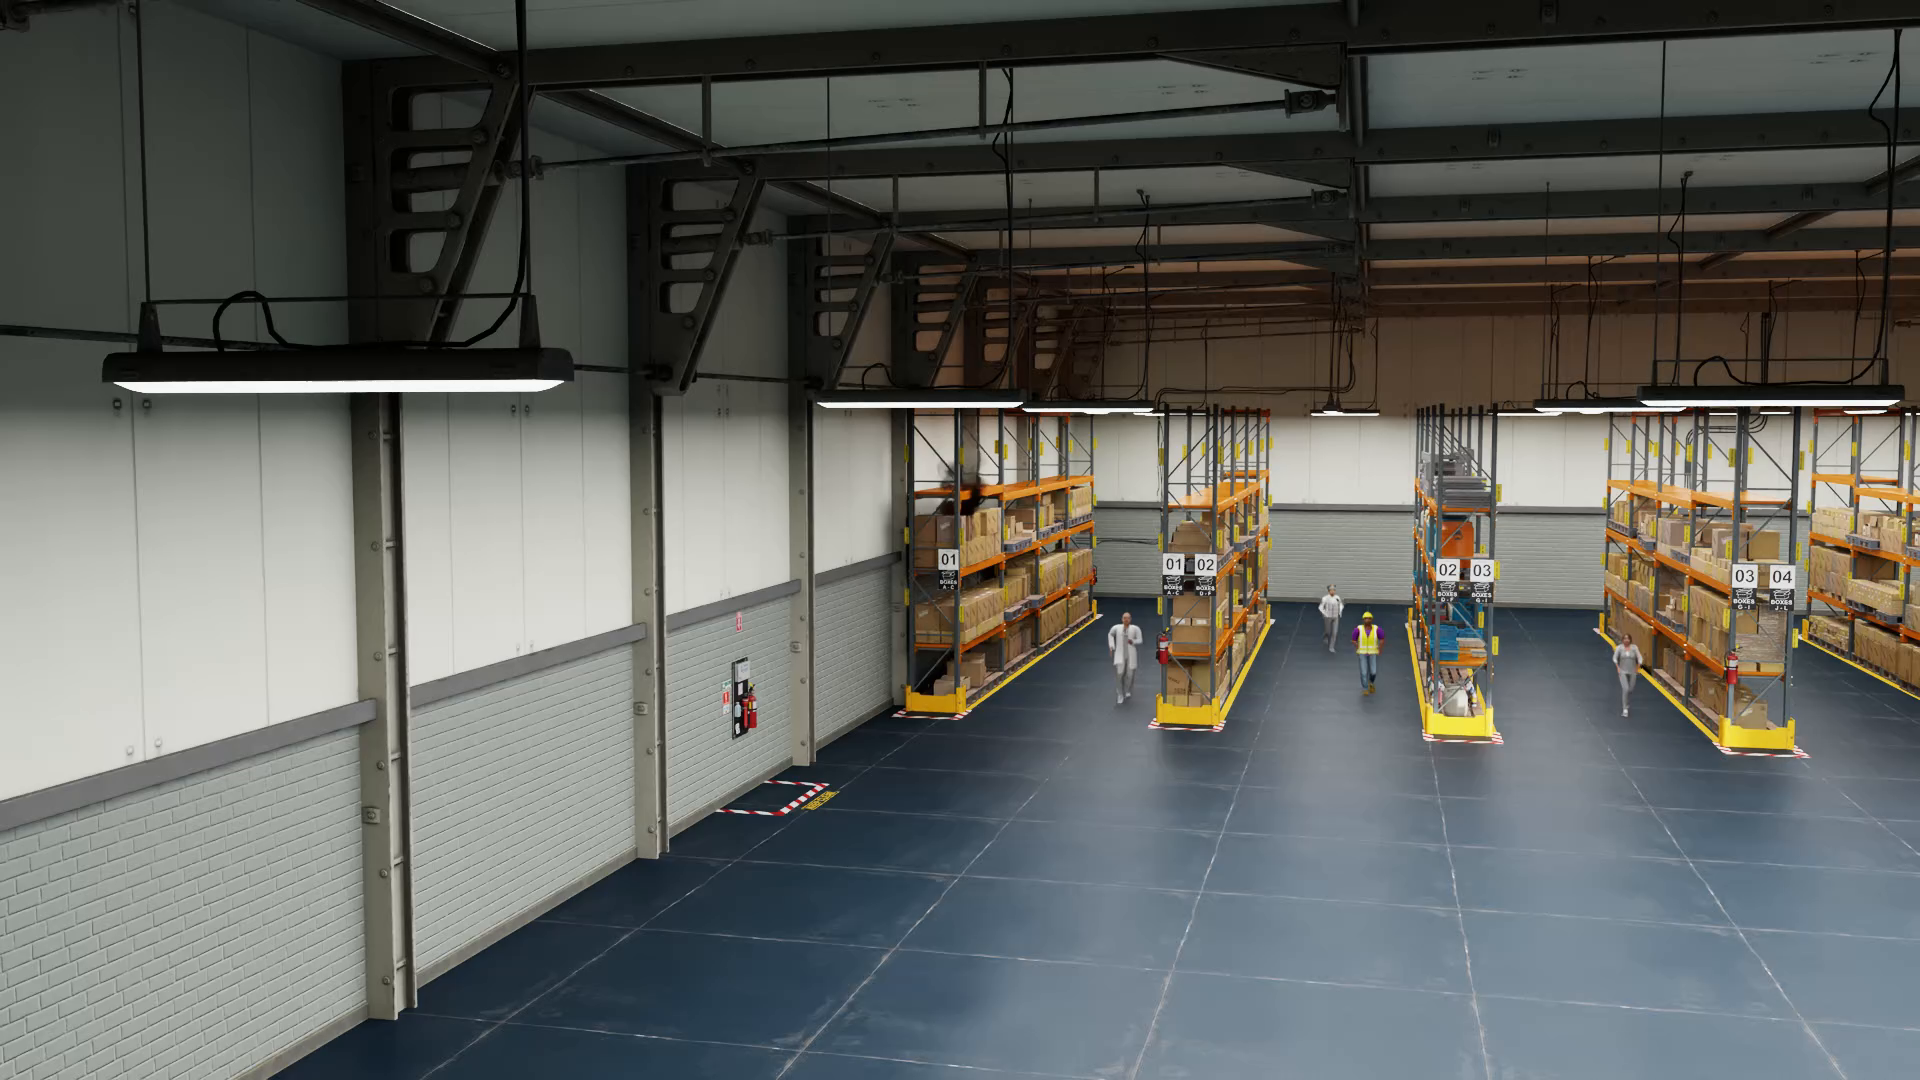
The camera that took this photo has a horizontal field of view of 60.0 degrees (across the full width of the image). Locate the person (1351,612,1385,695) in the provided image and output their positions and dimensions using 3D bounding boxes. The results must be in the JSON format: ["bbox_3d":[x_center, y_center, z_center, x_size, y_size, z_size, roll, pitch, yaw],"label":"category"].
[{"bbox_3d":[8.414,2.355,34.295,0.688,1.720,0.582,1,4,13],"label":"person"}]

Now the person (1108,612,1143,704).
[{"bbox_3d":[3.347,2.385,33.620,0.675,1.846,0.829,0,4,3],"label":"person"}]

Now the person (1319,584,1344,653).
[{"bbox_3d":[9.174,1.916,41.015,0.617,1.671,0.637,0,4,0],"label":"person"}]

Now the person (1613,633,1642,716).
[{"bbox_3d":[12.961,2.590,32.317,0.540,1.596,0.674,1,4,17],"label":"person"}]
